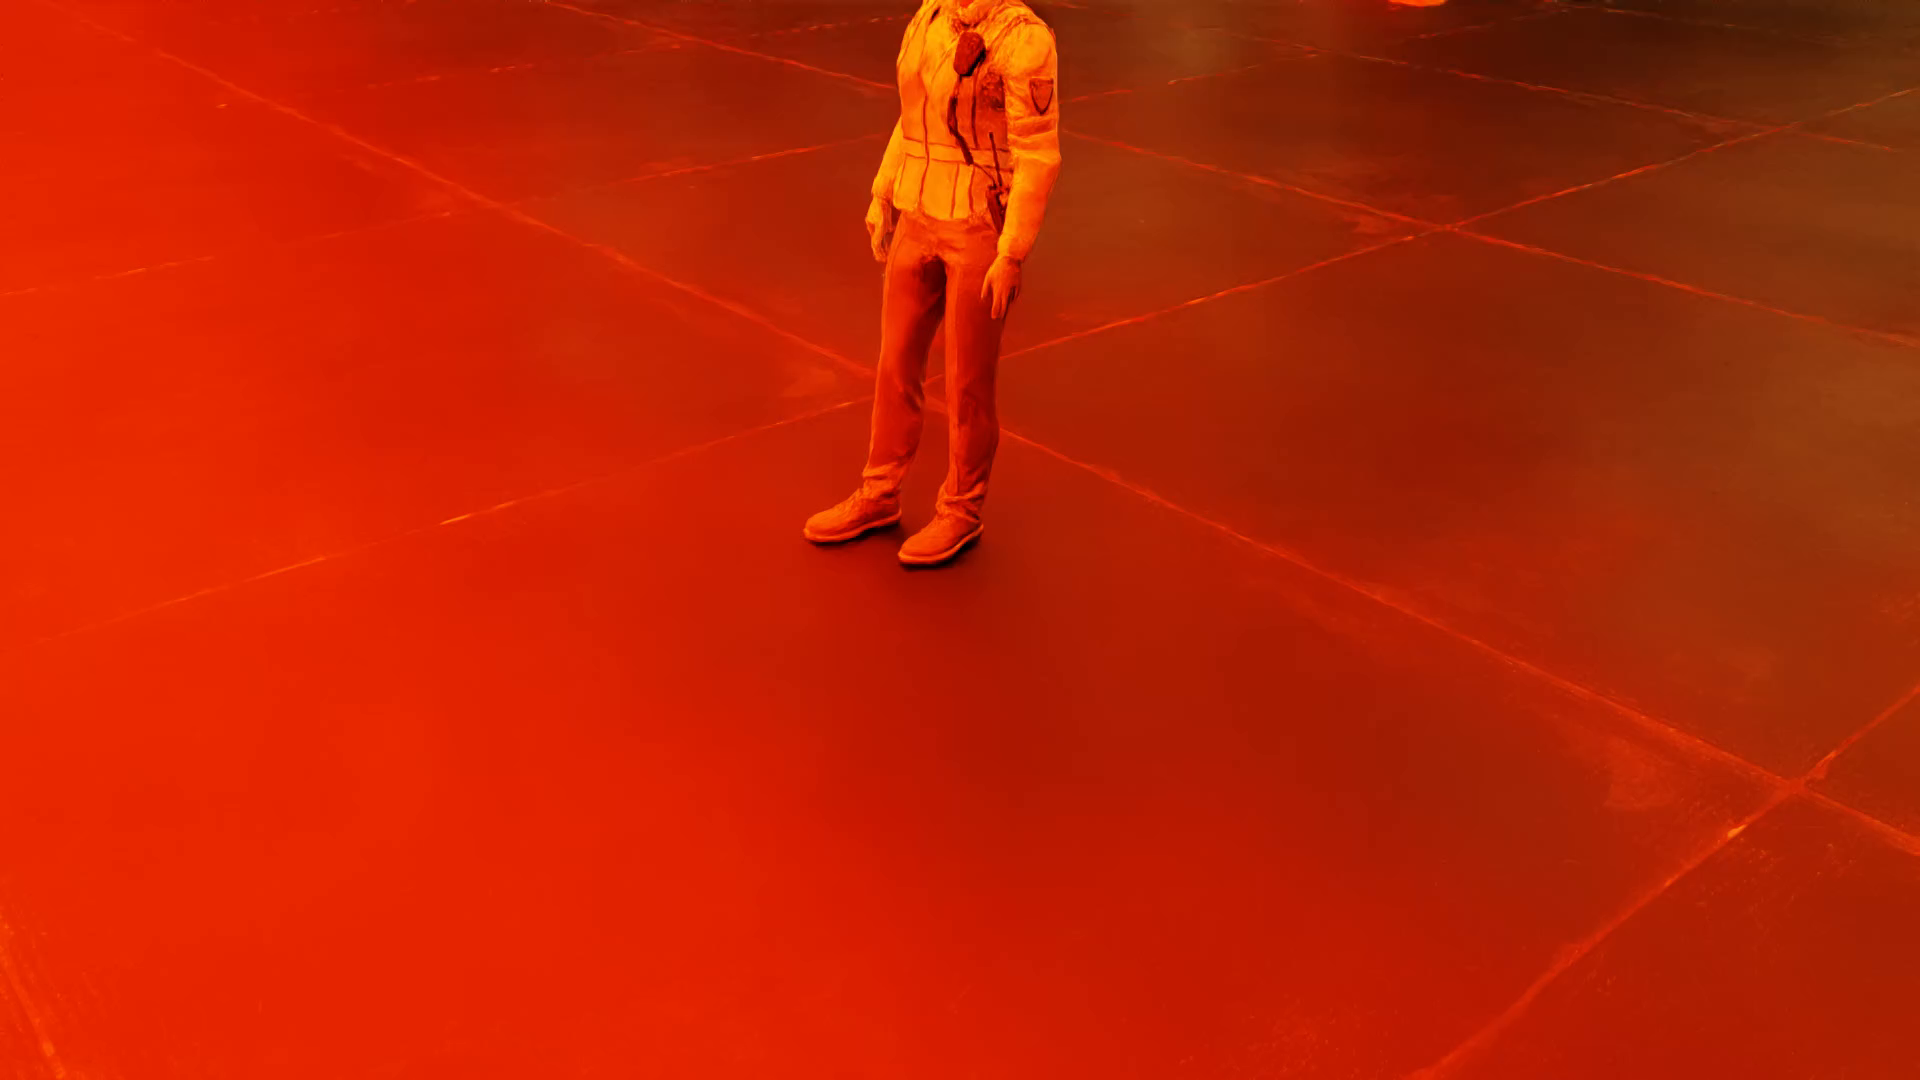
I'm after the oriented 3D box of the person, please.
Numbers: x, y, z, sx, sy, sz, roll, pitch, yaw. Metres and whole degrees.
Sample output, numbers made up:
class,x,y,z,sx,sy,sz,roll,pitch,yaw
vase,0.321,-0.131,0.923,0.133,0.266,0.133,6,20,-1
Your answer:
class,x,y,z,sx,sy,sz,roll,pitch,yaw
person,-0.056,-0.749,4.087,0.532,1.695,0.586,-20,33,-35
